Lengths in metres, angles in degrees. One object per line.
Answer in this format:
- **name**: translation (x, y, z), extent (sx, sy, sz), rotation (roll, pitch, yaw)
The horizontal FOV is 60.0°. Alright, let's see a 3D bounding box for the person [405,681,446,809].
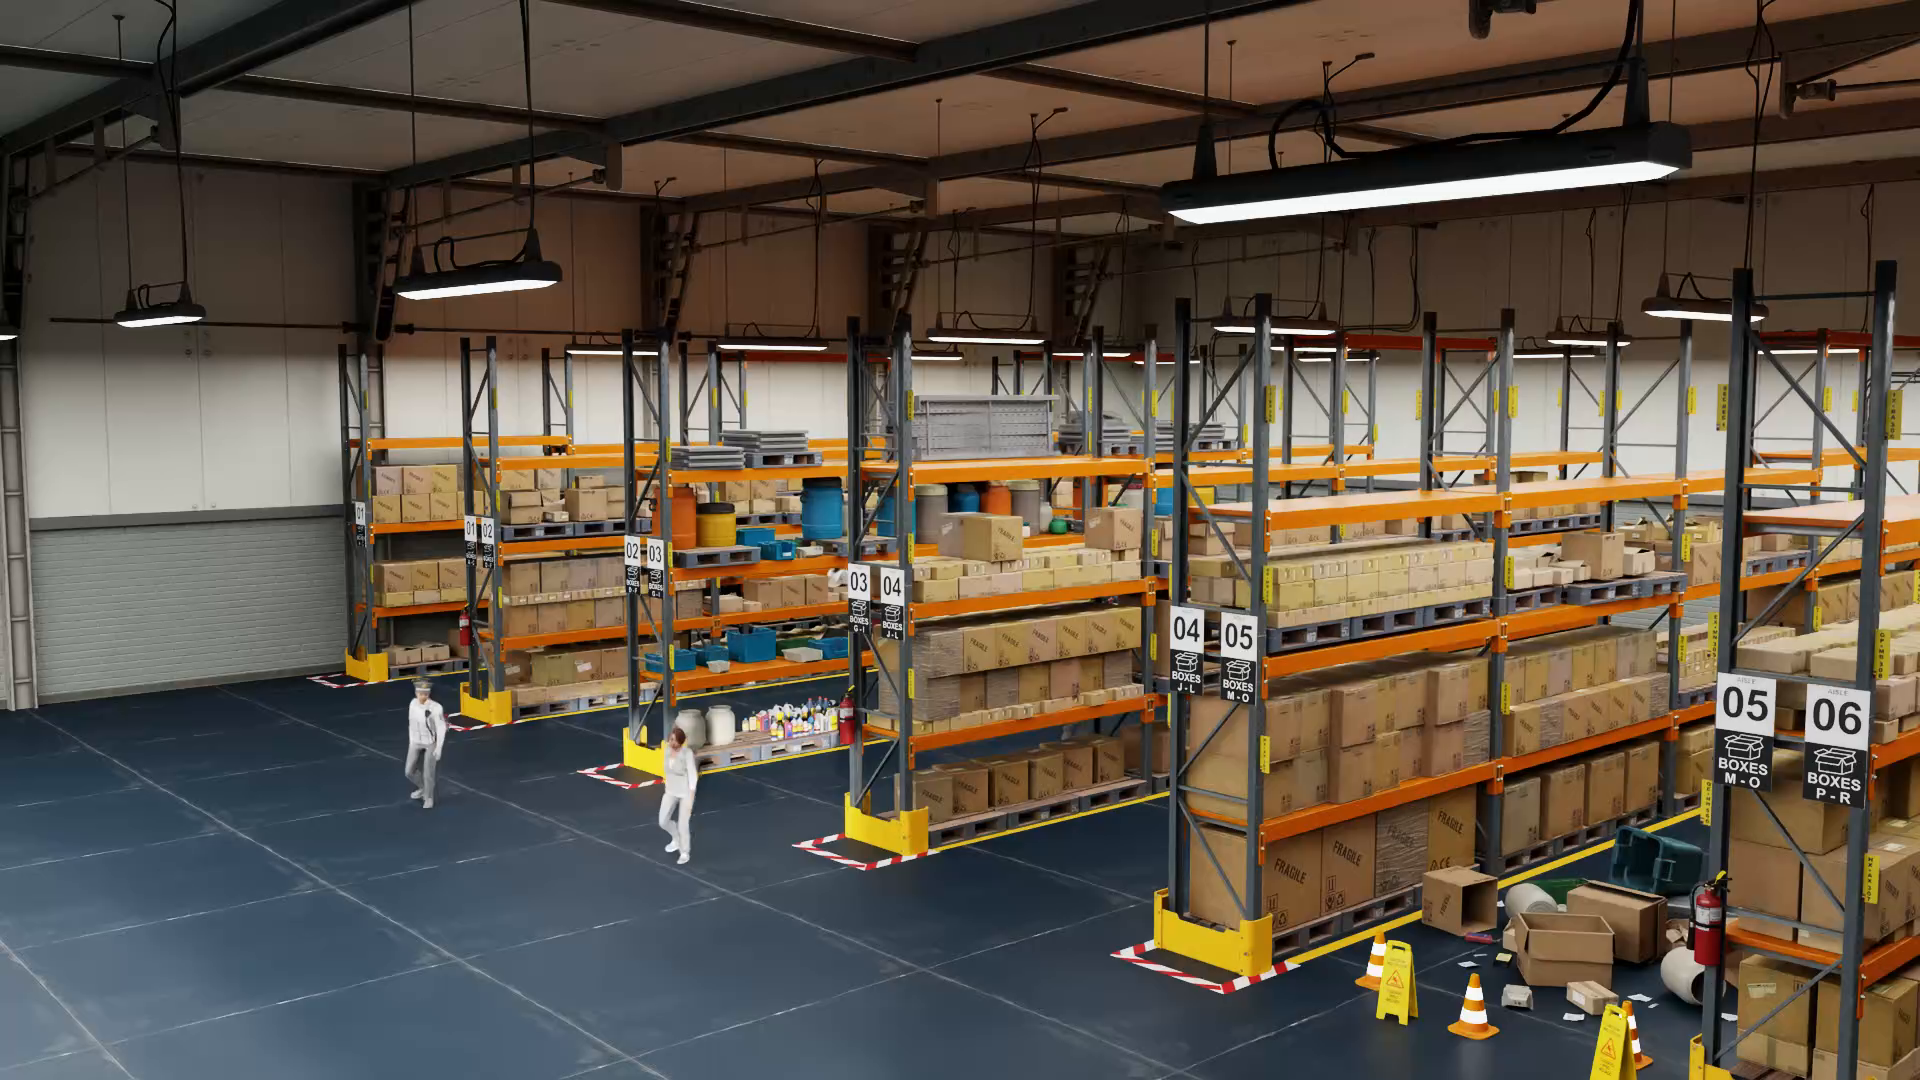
- **person**: translation (-6.616, 2.523, 20.567), extent (0.616, 1.629, 0.545), rotation (1, 5, 12)

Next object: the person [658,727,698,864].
- **person**: translation (-3.055, 2.773, 18.149), extent (0.558, 1.553, 0.542), rotation (2, 6, 22)

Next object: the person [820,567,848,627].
- **person**: translation (-2.584, 1.213, 34.224), extent (0.677, 1.792, 0.711), rotation (4, 7, 38)

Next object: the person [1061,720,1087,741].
- **person**: translation (1.612, 2.113, 24.388), extent (0.690, 1.754, 0.687), rotation (-5, 7, -42)
